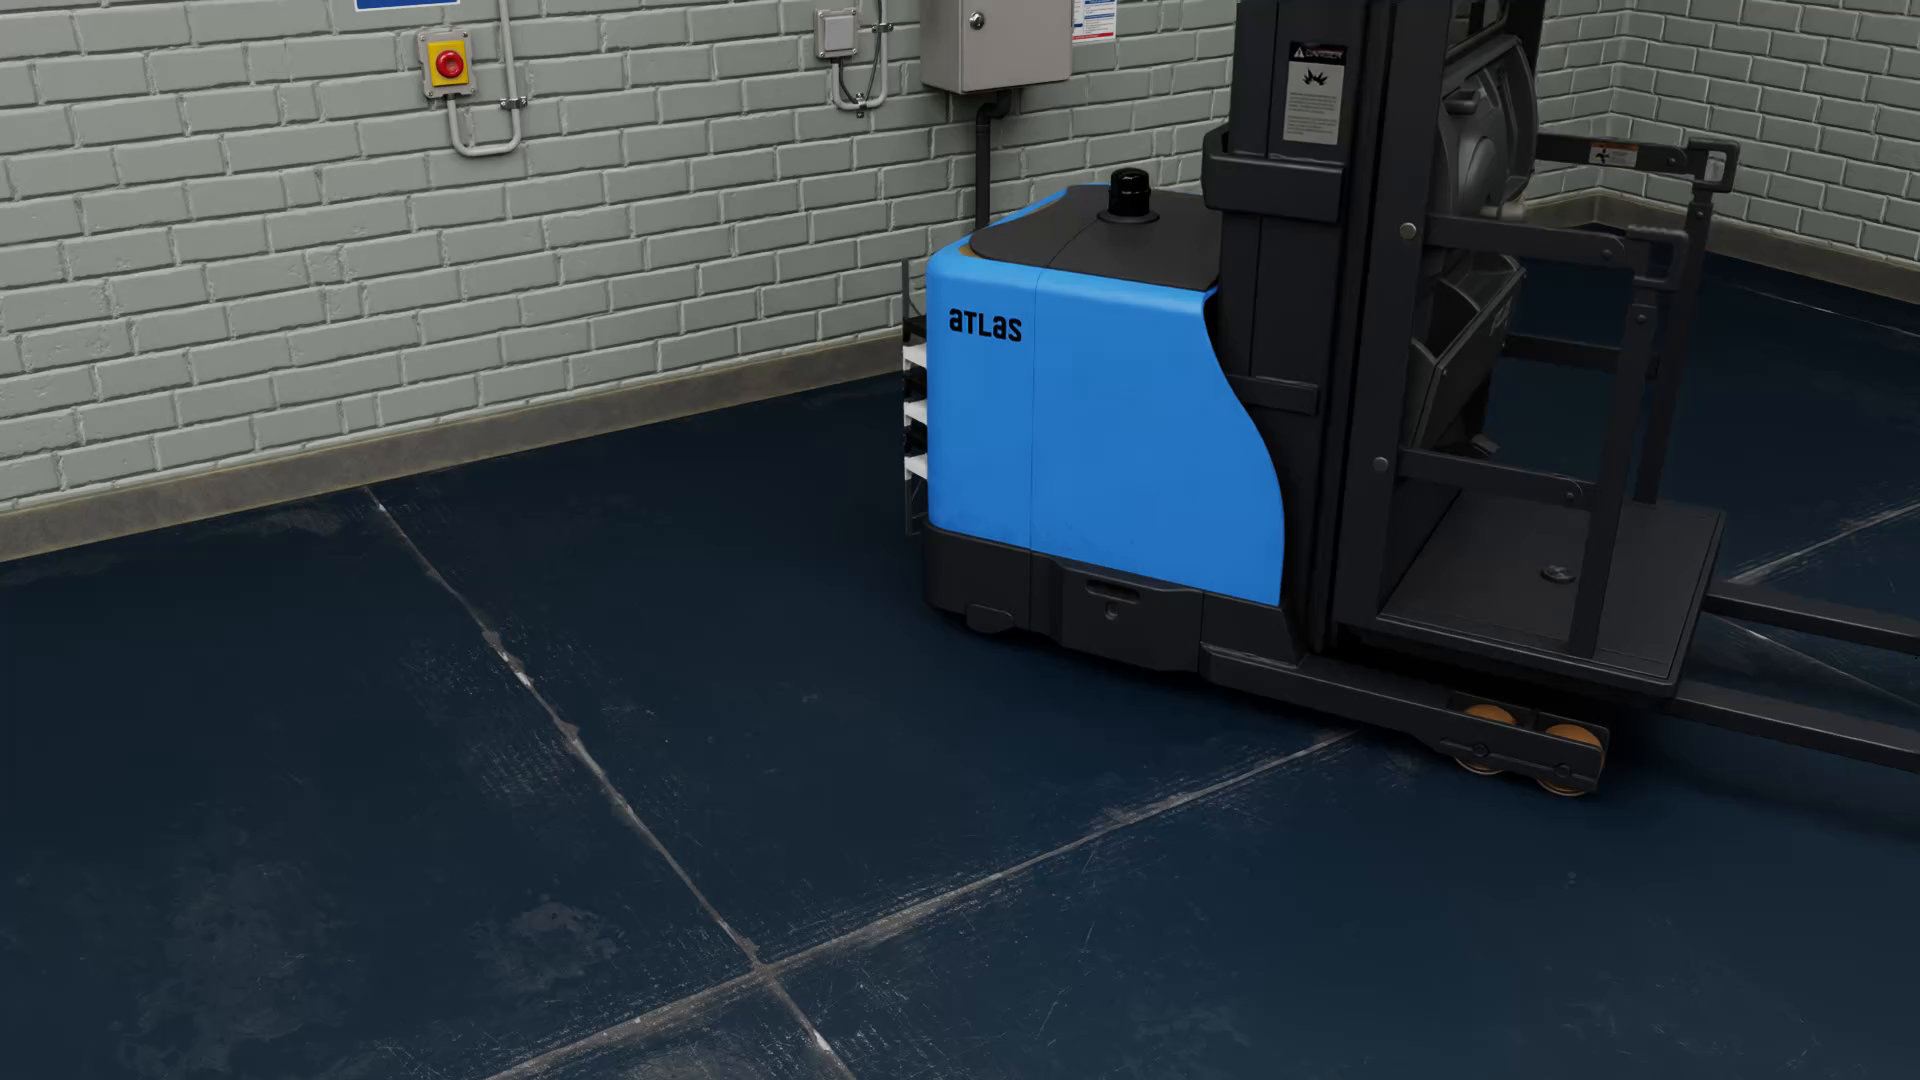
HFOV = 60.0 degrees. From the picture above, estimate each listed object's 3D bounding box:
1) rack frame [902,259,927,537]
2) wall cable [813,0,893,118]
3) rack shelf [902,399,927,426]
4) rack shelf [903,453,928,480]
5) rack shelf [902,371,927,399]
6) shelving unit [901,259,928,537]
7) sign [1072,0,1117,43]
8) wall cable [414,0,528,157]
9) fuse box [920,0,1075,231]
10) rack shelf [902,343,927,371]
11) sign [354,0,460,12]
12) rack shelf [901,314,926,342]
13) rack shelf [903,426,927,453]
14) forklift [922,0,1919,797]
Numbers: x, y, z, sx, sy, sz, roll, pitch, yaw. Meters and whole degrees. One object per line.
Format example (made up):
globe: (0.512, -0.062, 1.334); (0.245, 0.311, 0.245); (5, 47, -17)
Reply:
rack frame: (-0.073, -0.447, 5.142); (0.240, 0.900, 0.006); (-17, 30, -32)
wall cable: (-0.468, -2.424, 5.681); (0.588, 1.984, 0.122); (-16, 29, -30)
rack shelf: (-0.013, -0.382, 5.083); (0.258, 0.077, 0.200); (-17, 30, -32)
rack shelf: (-0.013, -0.219, 5.160); (0.258, 0.077, 0.200); (-17, 30, -32)
rack shelf: (-0.013, -0.463, 5.044); (0.258, 0.077, 0.200); (-17, 30, -32)
shelving unit: (-0.013, -0.412, 5.068); (0.258, 0.900, 0.210); (-17, 30, -32)
sign: (0.491, -2.213, 6.536); (0.329, 0.494, 0.001); (-16, 29, -30)
wall cable: (-1.650, -2.103, 4.965); (0.585, 1.953, 0.123); (-16, 29, -30)
fuse box: (0.190, -1.484, 6.390); (0.539, 1.711, 0.414); (-16, 29, -30)
rack shelf: (-0.013, -0.545, 5.006); (0.258, 0.077, 0.200); (-17, 30, -32)
sign: (-1.724, -1.763, 5.153); (0.327, 0.218, 0.001); (-16, 29, -30)
rack shelf: (-0.013, -0.626, 4.967); (0.258, 0.077, 0.200); (-17, 30, -32)
rack shelf: (-0.013, -0.300, 5.121); (0.258, 0.077, 0.200); (-17, 30, -32)
forklift: (1.438, -0.975, 3.883); (3.031, 2.935, 1.130); (13, 28, 26)
